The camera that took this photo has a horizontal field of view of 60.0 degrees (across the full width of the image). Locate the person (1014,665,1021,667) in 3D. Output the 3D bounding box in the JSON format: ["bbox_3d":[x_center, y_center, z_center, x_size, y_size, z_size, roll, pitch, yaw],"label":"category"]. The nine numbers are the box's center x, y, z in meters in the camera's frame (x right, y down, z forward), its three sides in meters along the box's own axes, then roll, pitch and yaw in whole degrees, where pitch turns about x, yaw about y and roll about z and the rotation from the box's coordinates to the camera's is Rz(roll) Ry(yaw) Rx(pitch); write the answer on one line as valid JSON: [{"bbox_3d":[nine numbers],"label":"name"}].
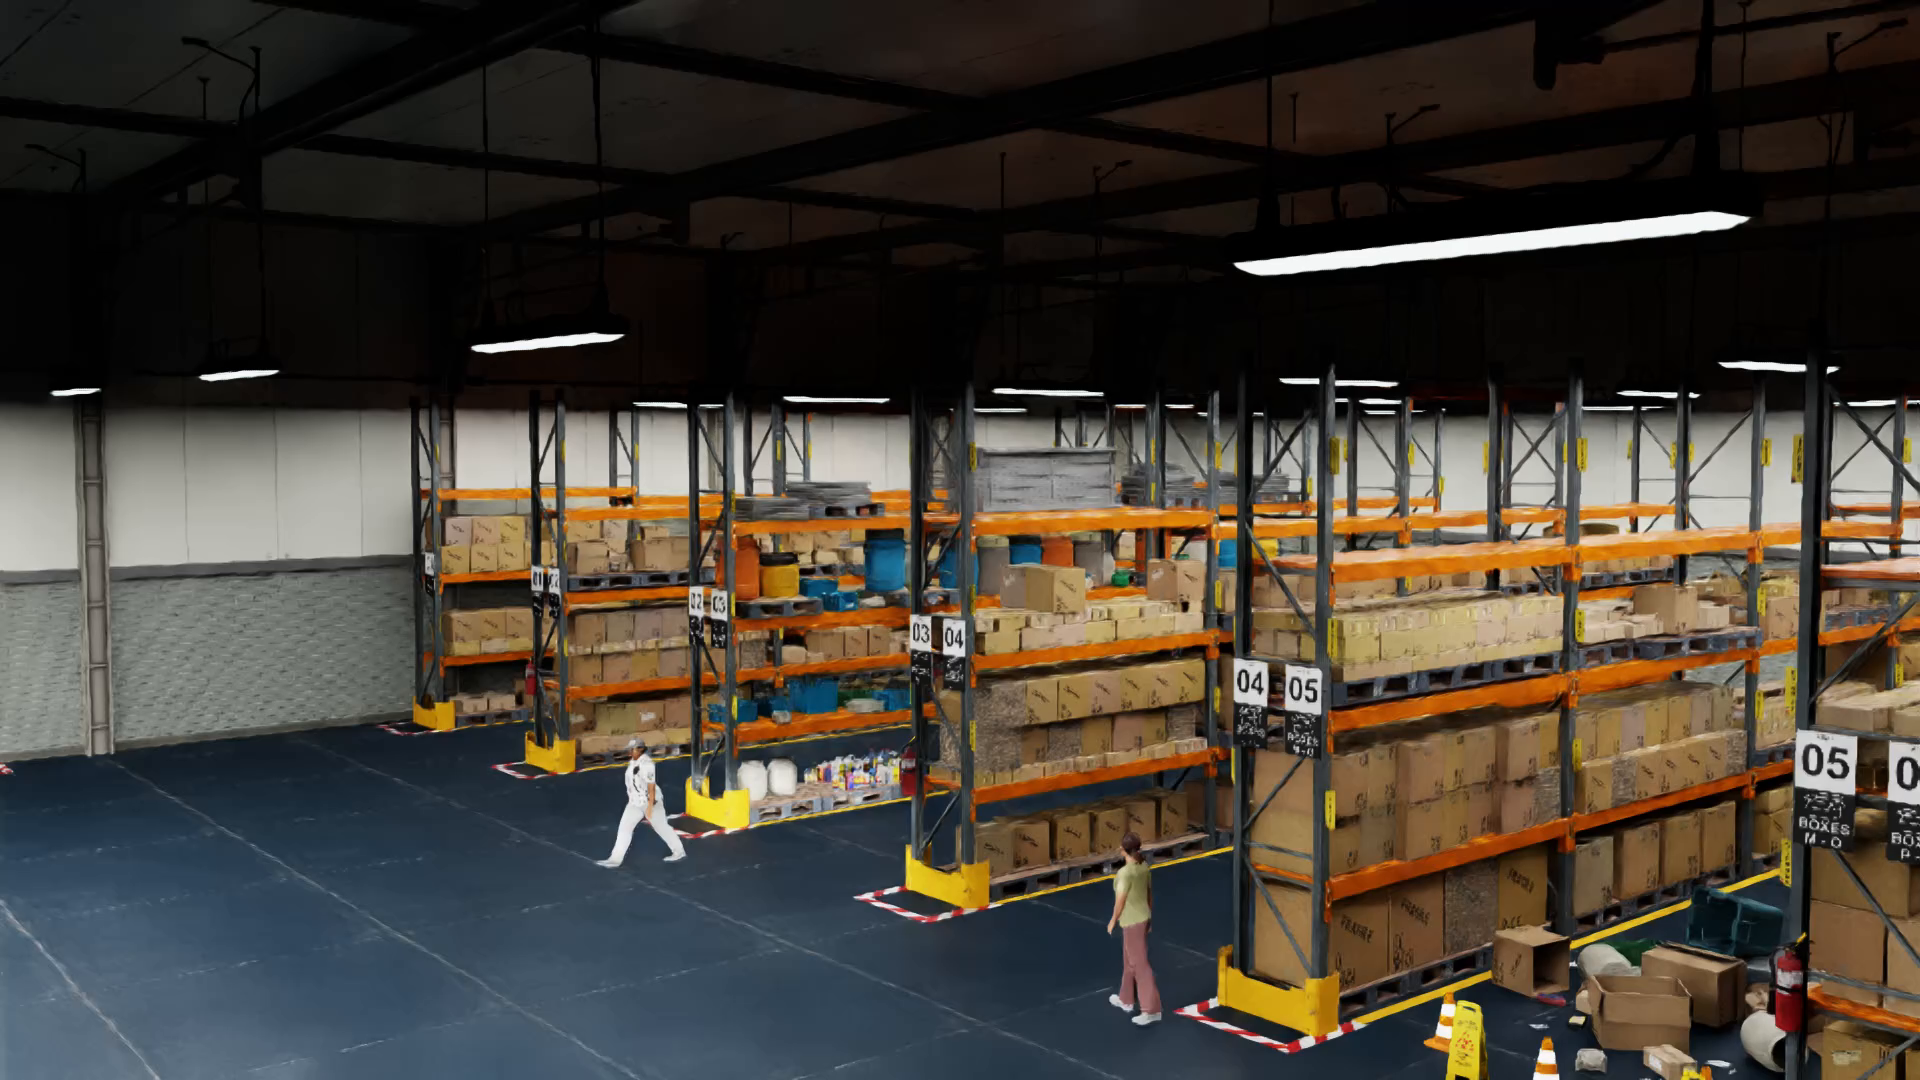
[{"bbox_3d":[1.096,2.756,27.276,0.944,1.591,0.508,-1,4,-19],"label":"person"}]

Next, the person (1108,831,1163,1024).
[{"bbox_3d":[1.551,3.445,14.915,0.632,1.660,0.552,2,4,30],"label":"person"}]

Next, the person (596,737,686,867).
[{"bbox_3d":[-3.844,3.168,20.178,1.093,1.583,0.481,-3,5,-42],"label":"person"}]
